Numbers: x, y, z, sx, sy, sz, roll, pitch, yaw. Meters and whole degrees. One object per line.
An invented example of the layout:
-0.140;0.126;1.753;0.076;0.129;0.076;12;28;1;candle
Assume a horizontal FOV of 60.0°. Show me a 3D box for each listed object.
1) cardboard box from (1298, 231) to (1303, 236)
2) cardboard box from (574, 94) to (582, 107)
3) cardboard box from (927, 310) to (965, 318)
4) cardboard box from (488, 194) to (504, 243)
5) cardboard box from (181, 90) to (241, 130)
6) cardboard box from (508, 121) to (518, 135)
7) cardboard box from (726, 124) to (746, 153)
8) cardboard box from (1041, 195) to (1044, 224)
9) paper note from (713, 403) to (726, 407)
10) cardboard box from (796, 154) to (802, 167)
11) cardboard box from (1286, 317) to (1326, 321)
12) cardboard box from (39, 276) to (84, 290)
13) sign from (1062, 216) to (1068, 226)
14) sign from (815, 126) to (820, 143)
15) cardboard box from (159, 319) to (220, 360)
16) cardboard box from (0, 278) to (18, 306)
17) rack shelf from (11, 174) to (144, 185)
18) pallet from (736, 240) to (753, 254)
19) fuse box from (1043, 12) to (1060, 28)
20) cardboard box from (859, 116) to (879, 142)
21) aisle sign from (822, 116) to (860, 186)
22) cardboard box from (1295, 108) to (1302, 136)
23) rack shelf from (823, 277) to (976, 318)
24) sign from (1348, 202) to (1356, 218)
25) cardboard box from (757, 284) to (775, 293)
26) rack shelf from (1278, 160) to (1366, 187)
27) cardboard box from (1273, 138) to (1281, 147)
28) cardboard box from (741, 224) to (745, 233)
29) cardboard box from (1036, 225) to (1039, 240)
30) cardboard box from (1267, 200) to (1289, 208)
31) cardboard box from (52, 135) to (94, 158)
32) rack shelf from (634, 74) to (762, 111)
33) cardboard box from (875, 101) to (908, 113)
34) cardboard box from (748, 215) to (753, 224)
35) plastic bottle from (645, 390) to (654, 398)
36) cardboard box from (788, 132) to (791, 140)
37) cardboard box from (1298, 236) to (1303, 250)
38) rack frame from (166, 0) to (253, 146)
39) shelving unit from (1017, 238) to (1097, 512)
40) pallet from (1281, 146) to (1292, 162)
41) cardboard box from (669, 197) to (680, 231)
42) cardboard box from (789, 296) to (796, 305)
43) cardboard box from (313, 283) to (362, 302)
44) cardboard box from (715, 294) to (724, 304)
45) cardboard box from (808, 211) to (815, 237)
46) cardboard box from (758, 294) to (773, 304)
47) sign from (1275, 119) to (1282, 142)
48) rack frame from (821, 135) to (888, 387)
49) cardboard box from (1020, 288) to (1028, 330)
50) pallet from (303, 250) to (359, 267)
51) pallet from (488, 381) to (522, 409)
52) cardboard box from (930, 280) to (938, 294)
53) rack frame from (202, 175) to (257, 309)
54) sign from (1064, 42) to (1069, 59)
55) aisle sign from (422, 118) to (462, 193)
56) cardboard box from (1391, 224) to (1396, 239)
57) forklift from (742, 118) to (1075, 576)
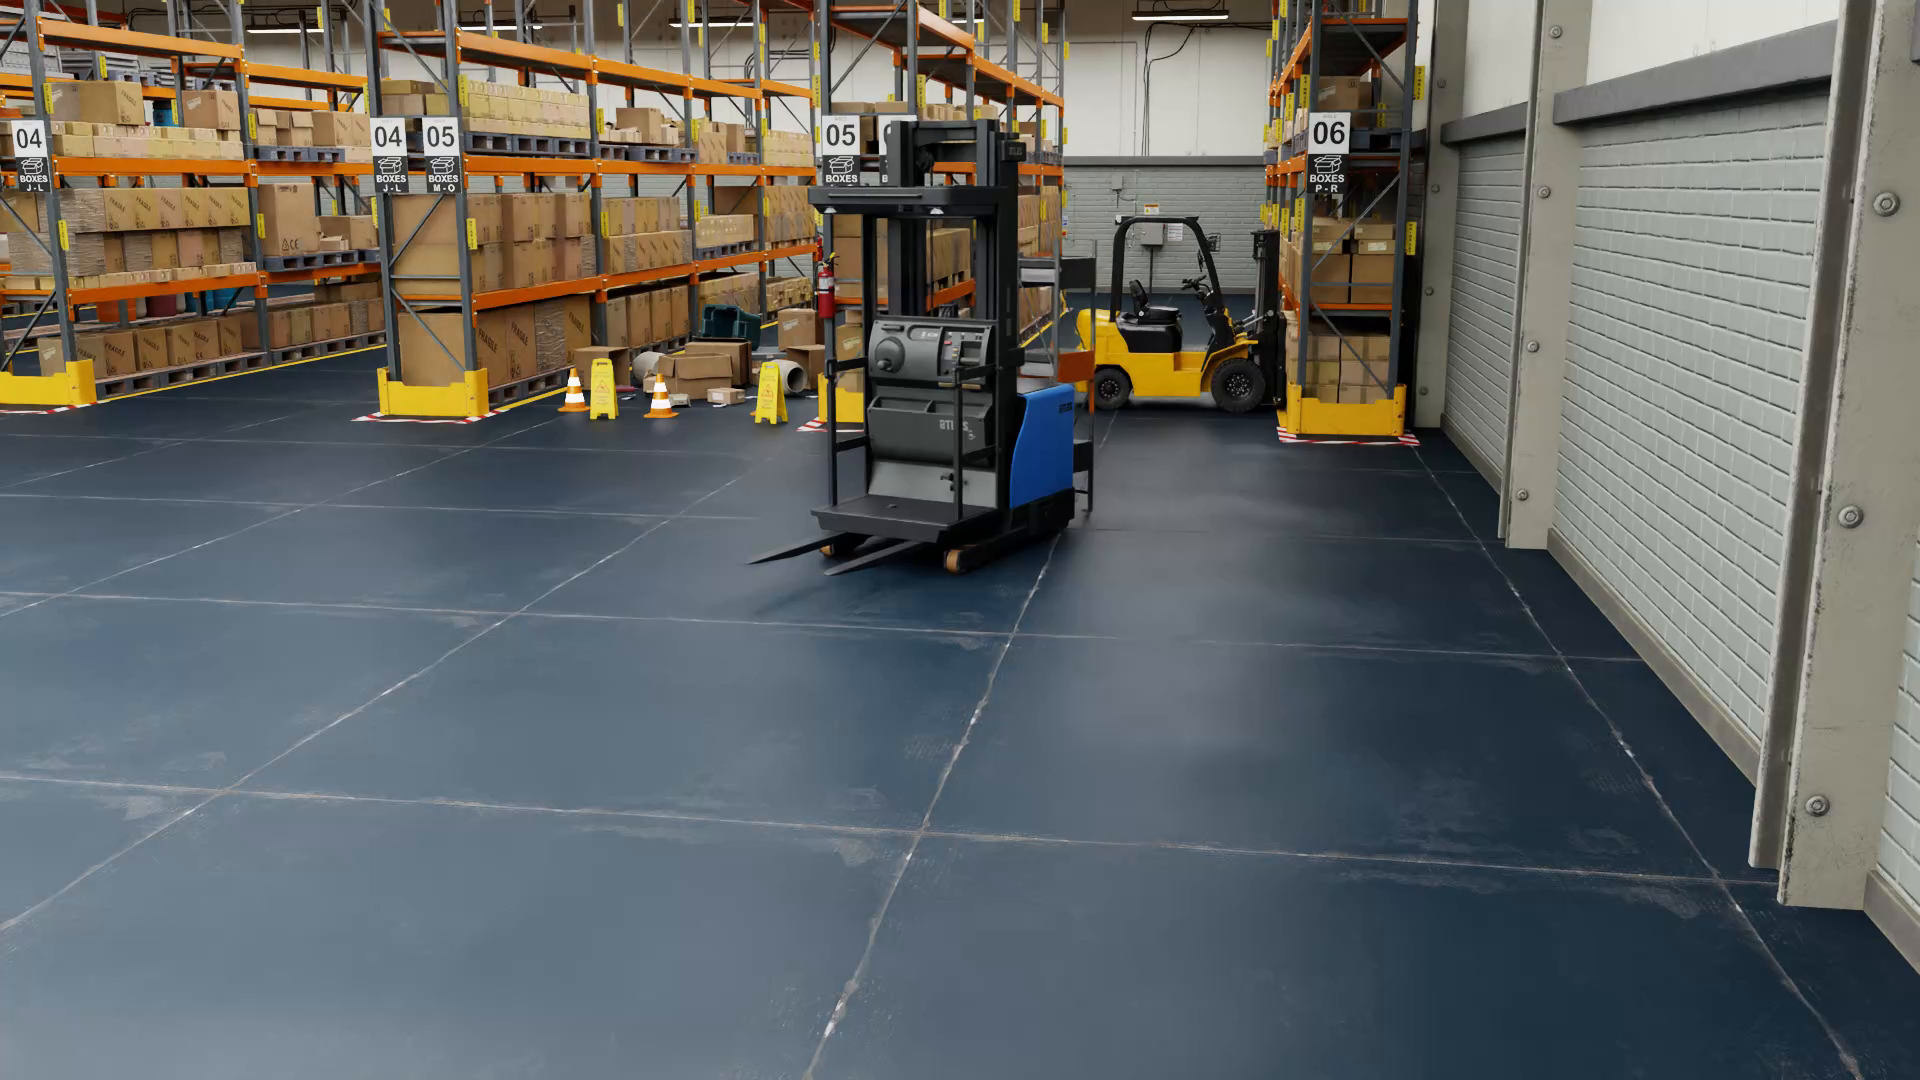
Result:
3.876;-3.388;18.113;0.380;0.149;0.250;2;12;10;cardboard box
-5.011;-5.561;21.027;0.380;0.149;0.250;2;12;8;cardboard box
-0.227;-2.563;20.518;0.500;0.500;0.500;2;12;10;cardboard box
-5.757;-3.675;19.006;0.875;0.550;0.550;2;12;9;cardboard box
-9.934;-5.698;22.061;0.500;0.500;0.500;2;12;7;cardboard box
-5.322;-4.749;19.152;0.380;0.149;0.250;2;12;9;cardboard box
-4.167;-7.023;29.108;0.700;0.500;0.500;2;12;9;cardboard box
1.219;-5.868;29.490;0.500;0.500;0.500;2;12;9;cardboard box
-2.761;-1.551;19.116;0.148;0.019;0.142;-2;12;-11;paper note
-3.355;-7.291;31.942;0.500;0.250;0.500;2;12;11;cardboard box
4.043;-2.463;19.457;0.500;0.250;0.500;2;12;11;cardboard box
-10.452;-2.991;19.347;0.380;0.149;0.250;2;12;9;cardboard box
2.327;-7.392;38.534;0.327;0.218;0.001;2;12;9;sign
-2.840;-8.088;33.180;0.100;0.325;0.005;2;12;9;sign
-10.298;-2.676;22.229;0.500;0.500;0.500;6;14;27;cardboard box
-18.467;-4.763;31.862;0.500;0.500;0.500;2;12;8;cardboard box
-18.366;-7.413;33.857;1.077;0.370;4.000;2;12;9;rack shelf
-4.262;-5.130;29.132;1.003;0.211;1.213;2;12;9;pallet
2.111;-11.745;37.539;0.513;0.334;0.176;2;12;9;fuse box
-1.127;-4.394;17.794;0.500;0.250;0.500;2;12;8;cardboard box
-1.236;-4.008;17.301;0.394;0.787;0.004;2;12;9;aisle sign
4.212;-4.925;19.584;0.500;0.311;0.500;2;12;10;cardboard box
-0.632;-2.805;19.599;1.077;0.370;4.000;2;12;9;rack shelf
5.745;-4.795;24.373;0.100;0.325;0.005;2;12;9;sign
-3.652;-4.655;30.833;0.380;0.149;0.250;2;12;8;cardboard box
4.889;-4.944;22.404;1.077;0.370;4.000;2;12;9;rack shelf
5.161;-6.306;26.378;0.380;0.149;0.250;2;12;10;cardboard box
-3.947;-5.410;28.872;0.380;0.149;0.250;2;12;11;cardboard box
1.079;-5.310;28.683;0.500;0.250;0.500;2;12;9;cardboard box
5.860;-5.952;30.362;0.500;0.500;0.500;2;12;10;cardboard box
-10.402;-4.547;19.207;0.500;0.250;0.500;2;12;10;cardboard box
-4.308;-7.347;27.383;1.077;0.370;4.000;2;12;9;rack shelf
-0.683;-4.541;17.530;0.380;0.149;0.250;2;12;8;cardboard box
-3.869;-5.662;29.331;0.380;0.149;0.250;2;12;11;cardboard box
-3.725;-1.765;20.039;0.133;0.061;0.283;-2;12;-11;plastic bottle
-3.405;-7.645;31.449;0.380;0.149;0.250;2;12;7;cardboard box
3.896;-3.242;18.142;0.380;0.149;0.250;1;12;7;cardboard box
-10.116;-6.827;22.312;1.000;3.000;0.127;2;12;9;rack frame
0.725;-1.238;12.730;0.431;2.100;0.503;9;14;38;shelving unit
5.180;-5.476;23.611;1.213;0.211;1.003;2;12;11;pallet
-4.695;-4.990;25.417;0.700;0.500;0.500;2;12;8;cardboard box
-3.390;-4.634;32.145;0.380;0.149;0.250;2;12;10;cardboard box
-9.646;-3.836;25.781;0.500;0.250;0.500;3;13;15;cardboard box
-4.181;-3.773;27.315;0.500;0.500;0.500;2;12;9;cardboard box
-3.200;-6.303;33.178;0.500;0.500;0.500;2;12;10;cardboard box
-3.629;-4.400;30.355;0.380;0.149;0.250;2;12;11;cardboard box
4.660;-5.983;24.289;0.100;0.325;0.005;2;12;9;sign
-0.939;-2.741;17.591;1.000;3.000;0.127;2;12;9;rack frame
0.621;-3.899;27.014;0.875;0.875;0.875;2;12;9;cardboard box
-9.765;-4.220;24.910;1.003;0.211;1.213;2;12;9;pallet
-5.800;-1.686;19.315;1.003;0.211;1.213;2;12;9;pallet
-0.452;-2.839;18.643;0.380;0.149;0.250;2;12;10;cardboard box
-13.780;-5.720;31.417;1.000;3.000;0.127;2;12;9;rack frame
2.055;-9.479;32.212;0.100;0.325;0.005;2;12;9;sign
-5.561;-4.126;17.850;0.394;0.787;0.004;2;12;9;aisle sign
4.331;-3.208;17.278;0.380;0.149;0.250;2;12;11;cardboard box
-0.311;-1.318;11.152;1.130;2.935;3.031;7;14;29;forklift
